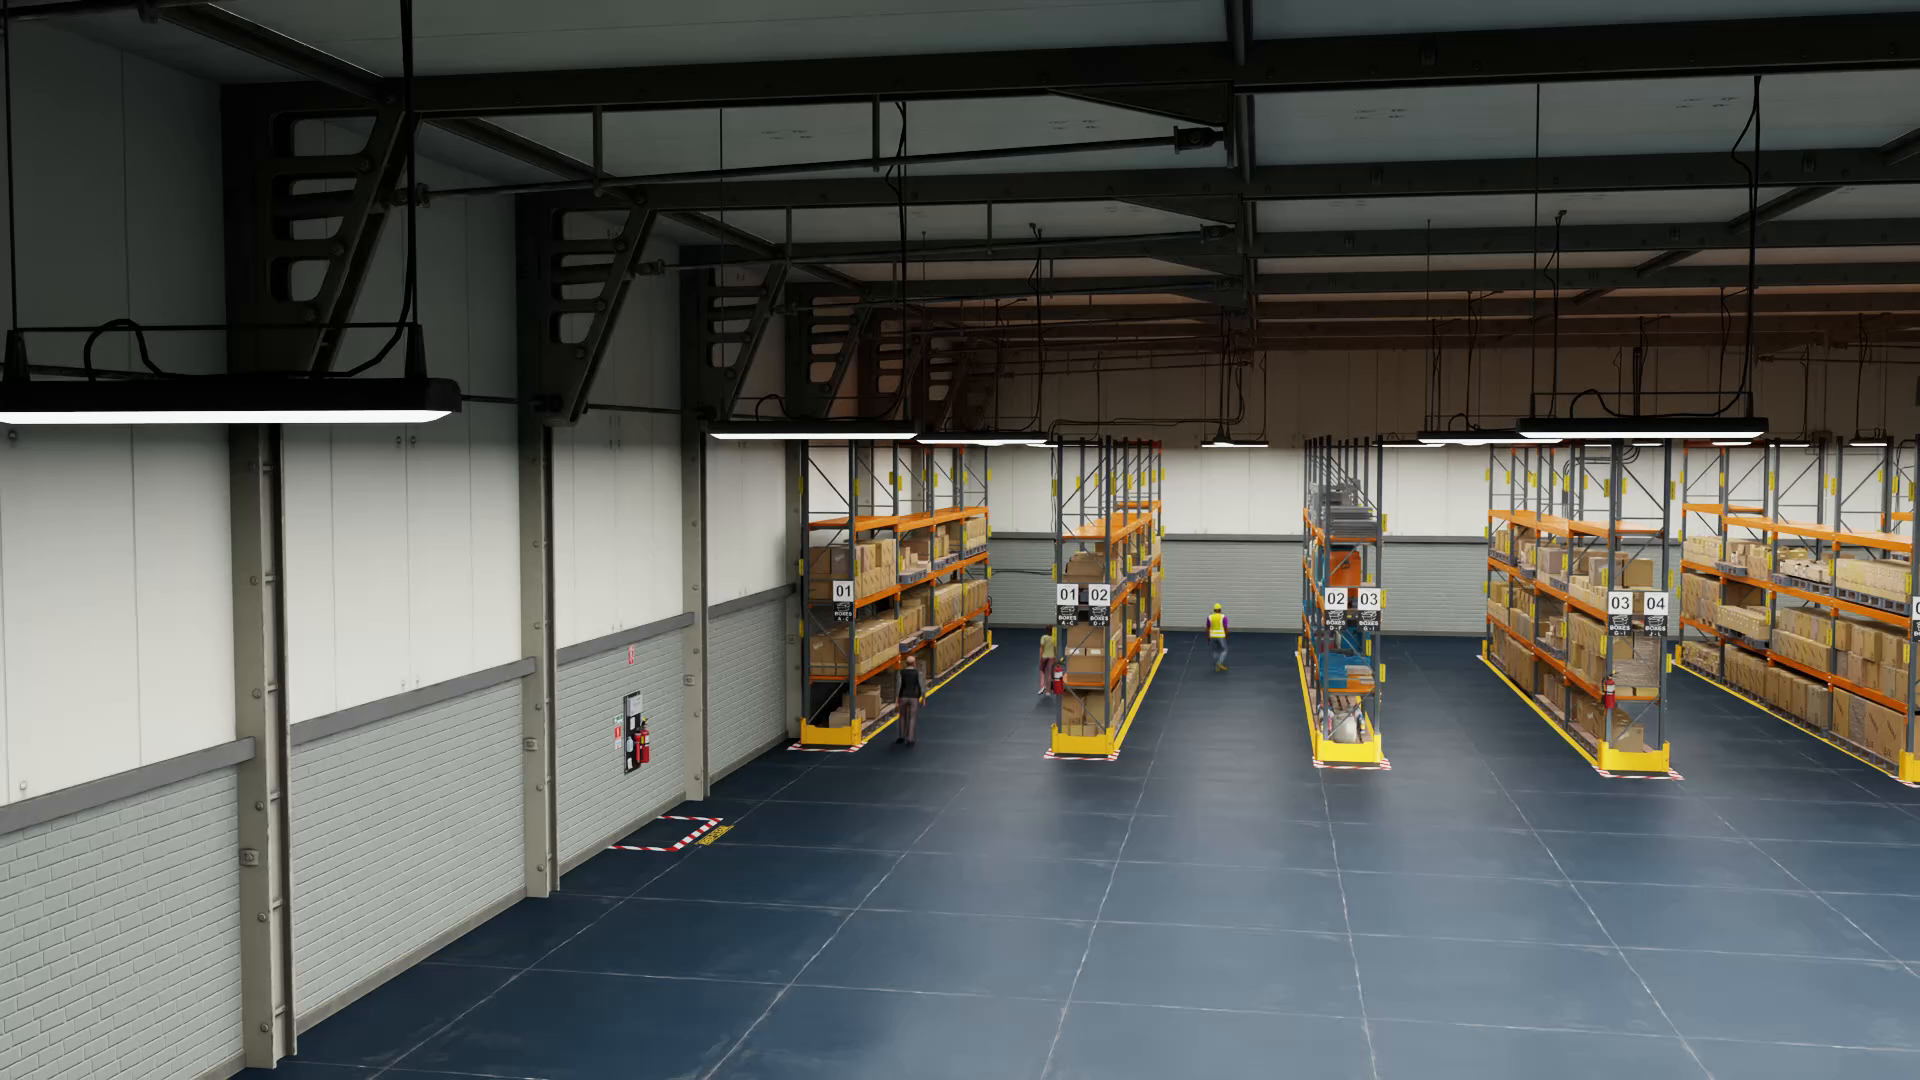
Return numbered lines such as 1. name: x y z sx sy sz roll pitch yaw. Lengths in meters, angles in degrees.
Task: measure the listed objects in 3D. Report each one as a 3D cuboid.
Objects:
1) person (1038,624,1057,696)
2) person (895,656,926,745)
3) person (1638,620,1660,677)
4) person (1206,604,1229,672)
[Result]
1. person: 2.061 2.800 38.749 0.489 1.682 0.533 0 3 2
2. person: -0.987 3.124 32.432 0.629 1.734 0.706 1 3 10
3. person: 17.244 2.608 41.695 0.586 1.724 0.532 1 3 15
4. person: 6.646 2.525 42.952 0.597 1.767 0.537 1 3 23
